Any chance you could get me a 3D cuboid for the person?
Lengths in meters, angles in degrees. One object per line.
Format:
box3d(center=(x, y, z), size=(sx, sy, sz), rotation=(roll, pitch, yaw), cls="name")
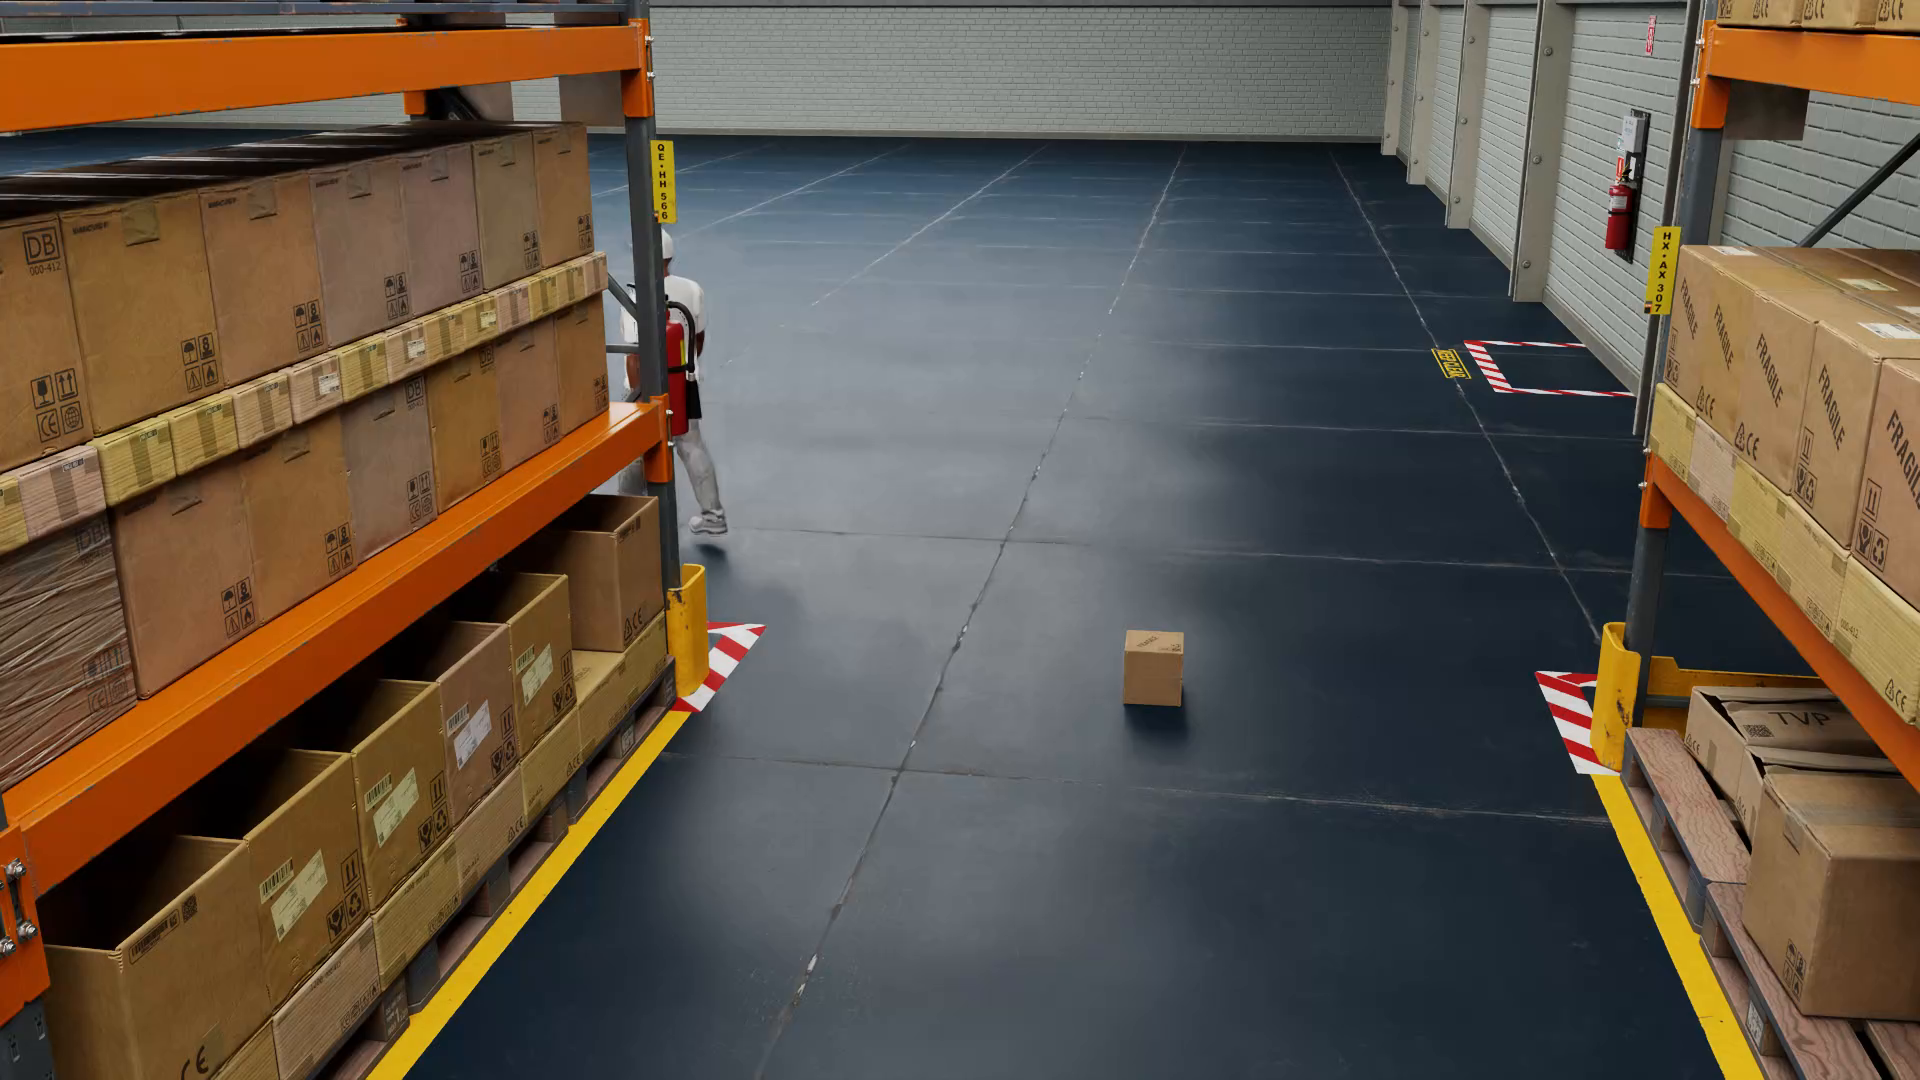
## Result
box3d(center=(-1.690, -0.892, 9.304), size=(0.601, 1.722, 1.032), rotation=(-16, 24, -40), cls="person")
